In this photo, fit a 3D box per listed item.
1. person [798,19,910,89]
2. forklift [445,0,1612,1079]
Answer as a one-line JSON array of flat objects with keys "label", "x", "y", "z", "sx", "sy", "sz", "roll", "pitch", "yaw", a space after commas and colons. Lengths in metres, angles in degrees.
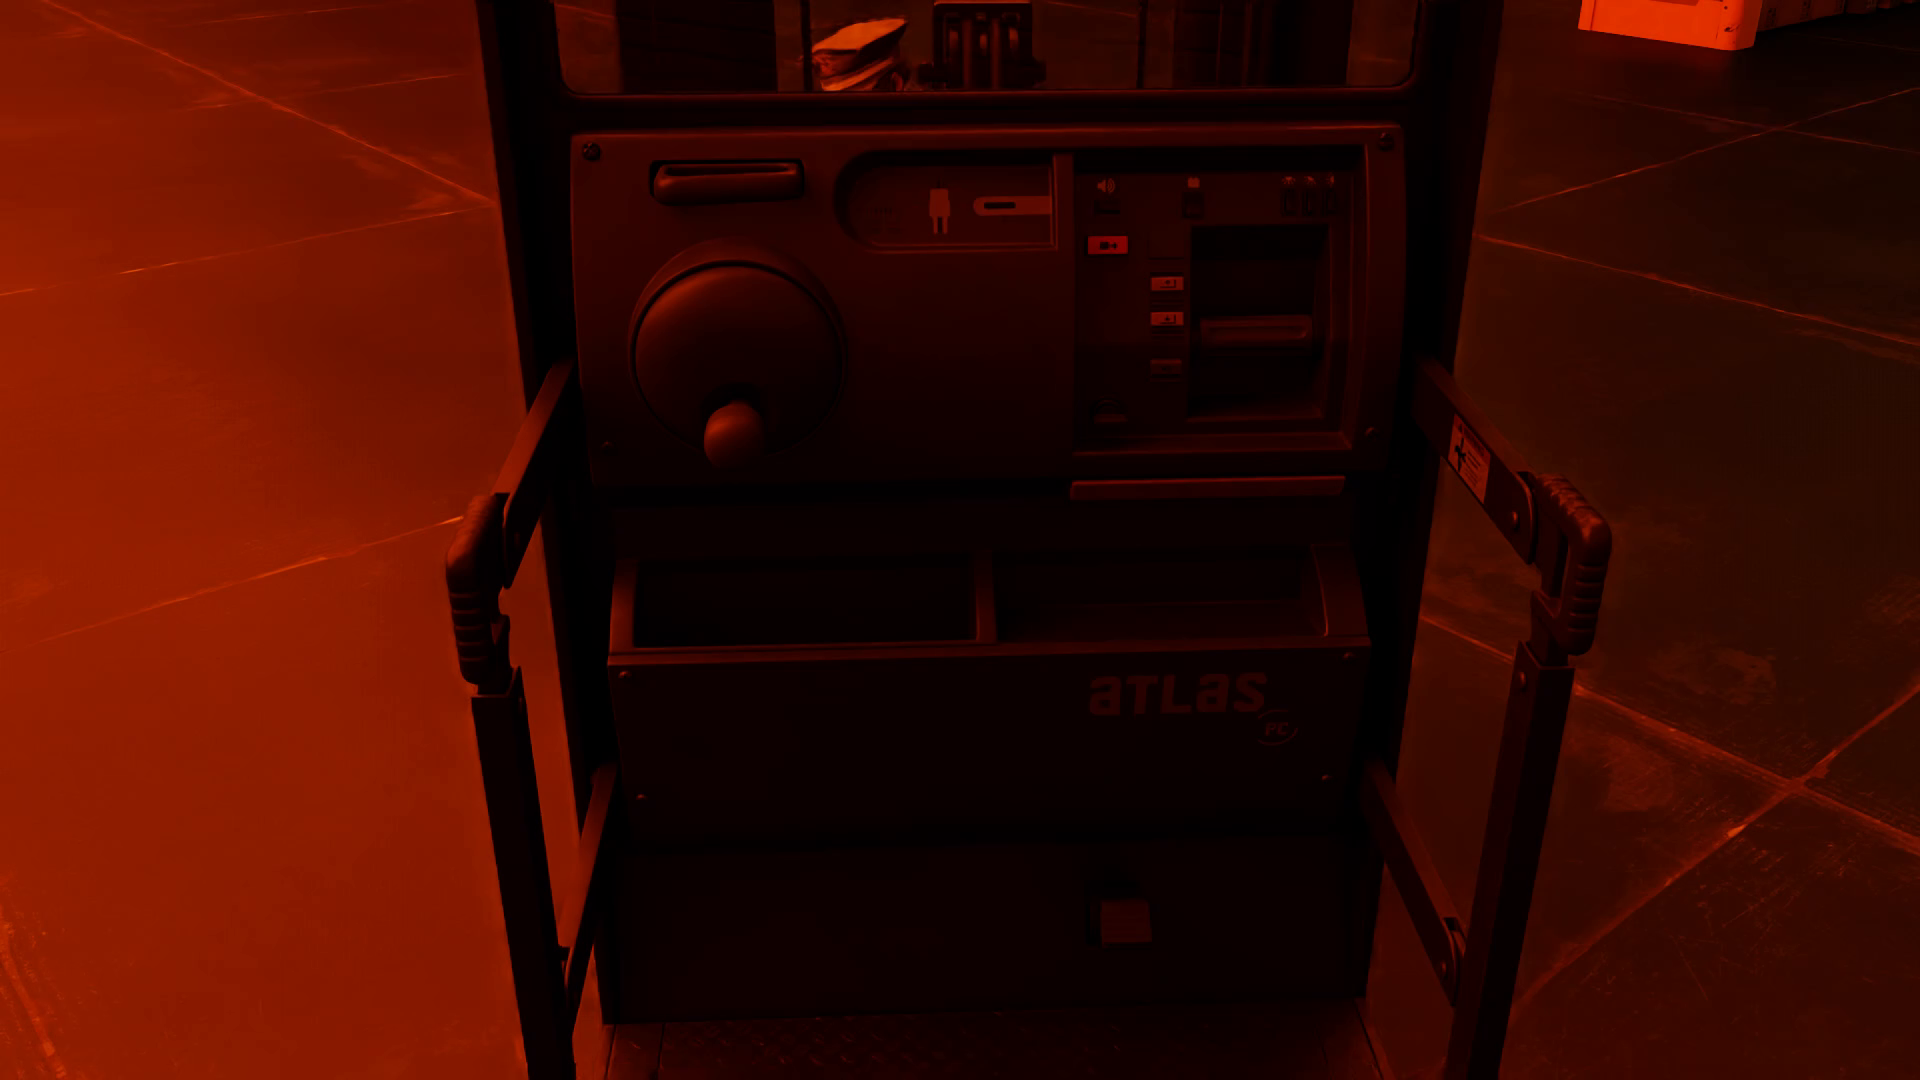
[{"label": "person", "x": -0.156, "y": -0.511, "z": 4.079, "sx": 0.993, "sy": 1.397, "sz": 0.900, "roll": 20, "pitch": 33, "yaw": 34}, {"label": "forklift", "x": 0.050, "y": -0.236, "z": 1.678, "sx": 1.130, "sy": 2.935, "sz": 3.031, "roll": -1, "pitch": 26, "yaw": -3}]
